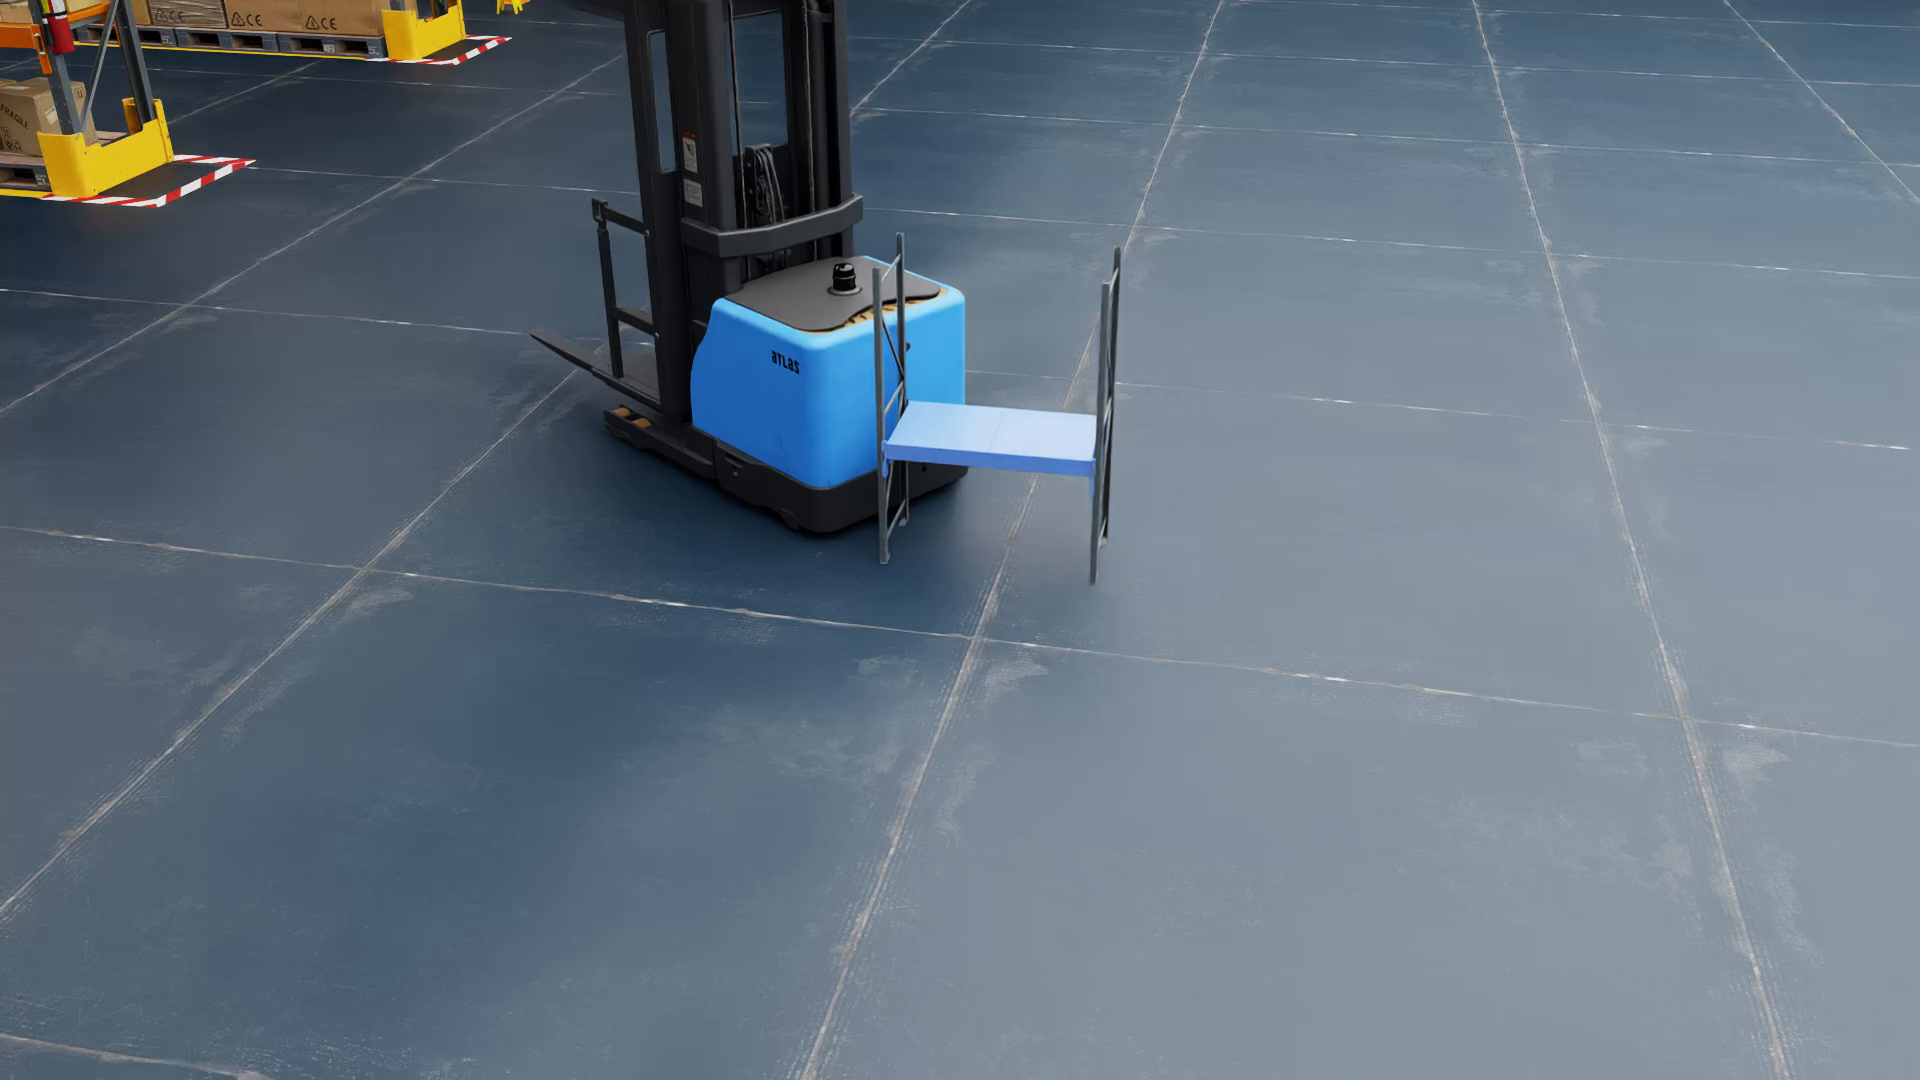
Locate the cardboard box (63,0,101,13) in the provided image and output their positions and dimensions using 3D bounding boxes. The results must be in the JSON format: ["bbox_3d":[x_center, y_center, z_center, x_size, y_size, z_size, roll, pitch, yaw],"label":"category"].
[{"bbox_3d":[-7.125,-4.339,13.314,0.250,0.149,0.380,6,29,11],"label":"cardboard box"}]

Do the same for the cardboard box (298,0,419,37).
[{"bbox_3d":[-6.439,-5.917,17.710,0.875,0.875,0.875,6,29,11],"label":"cardboard box"}]

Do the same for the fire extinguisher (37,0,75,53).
[{"bbox_3d":[-6.880,-4.047,12.600,0.183,0.674,0.296,6,29,11],"label":"fire extinguisher"}]

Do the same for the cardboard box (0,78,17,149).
[{"bbox_3d":[-8.095,-3.511,13.706,0.500,0.500,0.500,14,32,24],"label":"cardboard box"}]

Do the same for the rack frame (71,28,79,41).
[{"bbox_3d":[-9.673,-7.029,17.966,0.127,3.000,1.000,6,29,11],"label":"rack frame"}]

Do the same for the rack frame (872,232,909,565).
[{"bbox_3d":[-0.323,-0.656,7.886,0.032,1.500,0.500,5,29,10],"label":"rack frame"}]

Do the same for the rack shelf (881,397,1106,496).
[{"bbox_3d":[0.175,-0.450,7.885,1.000,0.185,0.538,5,29,10],"label":"rack shelf"}]

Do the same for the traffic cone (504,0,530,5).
[{"bbox_3d":[-5.416,-6.732,20.065,0.334,0.463,0.336,6,29,11],"label":"traffic cone"}]

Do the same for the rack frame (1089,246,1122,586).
[{"bbox_3d":[0.674,-0.561,7.712,0.032,1.500,0.500,5,29,10],"label":"rack frame"}]

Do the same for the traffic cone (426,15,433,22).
[{"bbox_3d":[-5.984,-6.236,19.158,0.334,0.463,0.336,6,29,11],"label":"traffic cone"}]

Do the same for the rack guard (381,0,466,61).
[{"bbox_3d":[-5.738,-5.529,17.829,0.348,0.500,1.175,6,29,11],"label":"rack guard"}]

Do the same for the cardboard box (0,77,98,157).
[{"bbox_3d":[-7.503,-3.467,13.625,0.500,0.500,0.500,11,31,20],"label":"cardboard box"}]

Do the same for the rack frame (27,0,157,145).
[{"bbox_3d":[-6.896,-4.309,12.997,0.127,3.000,1.000,6,29,11],"label":"rack frame"}]

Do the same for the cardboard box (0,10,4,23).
[{"bbox_3d":[-7.462,-4.156,12.979,0.250,0.149,0.380,6,29,11],"label":"cardboard box"}]

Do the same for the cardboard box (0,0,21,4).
[{"bbox_3d":[-7.428,-4.551,13.026,0.500,0.500,0.875,6,29,11],"label":"cardboard box"}]

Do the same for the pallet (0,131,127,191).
[{"bbox_3d":[-7.758,-3.192,13.860,1.213,0.211,1.003,6,29,11],"label":"pallet"}]

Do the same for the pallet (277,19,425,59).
[{"bbox_3d":[-6.560,-5.449,17.983,1.213,0.211,1.003,6,29,11],"label":"pallet"}]

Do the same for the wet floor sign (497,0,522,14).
[{"bbox_3d":[-5.320,-6.523,19.492,0.232,0.644,0.267,1,29,2],"label":"wet floor sign"}]

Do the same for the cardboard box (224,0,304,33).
[{"bbox_3d":[-7.300,-6.005,17.870,0.875,0.875,0.875,5,29,10],"label":"cardboard box"}]

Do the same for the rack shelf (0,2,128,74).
[{"bbox_3d":[-8.852,-4.194,13.536,4.000,0.370,1.077,6,29,11],"label":"rack shelf"}]

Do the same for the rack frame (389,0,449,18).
[{"bbox_3d":[-5.762,-6.628,17.234,0.127,3.000,1.000,6,29,11],"label":"rack frame"}]

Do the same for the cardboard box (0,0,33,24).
[{"bbox_3d":[-7.218,-4.131,12.933,0.250,0.149,0.380,6,29,11],"label":"cardboard box"}]

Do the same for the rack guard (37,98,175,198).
[{"bbox_3d":[-6.971,-3.220,13.611,0.348,0.500,1.175,6,29,11],"label":"rack guard"}]

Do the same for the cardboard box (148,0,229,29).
[{"bbox_3d":[-8.191,-6.097,18.039,0.875,0.875,0.875,6,29,11],"label":"cardboard box"}]

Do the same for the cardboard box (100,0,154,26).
[{"bbox_3d":[-9.073,-6.186,18.200,0.875,0.875,0.875,6,29,11],"label":"cardboard box"}]

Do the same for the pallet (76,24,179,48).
[{"bbox_3d":[-8.946,-5.693,18.429,1.213,0.211,1.003,6,29,11],"label":"pallet"}]

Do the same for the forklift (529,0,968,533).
[{"bbox_3d":[-1.336,-1.938,8.738,1.130,2.935,3.031,-24,37,-37],"label":"forklift"}]

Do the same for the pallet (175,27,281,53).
[{"bbox_3d":[-7.749,-5.572,18.208,1.213,0.211,1.003,6,29,11],"label":"pallet"}]

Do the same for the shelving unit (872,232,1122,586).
[{"bbox_3d":[0.175,-0.608,7.799,1.048,1.500,0.538,5,29,10],"label":"shelving unit"}]
